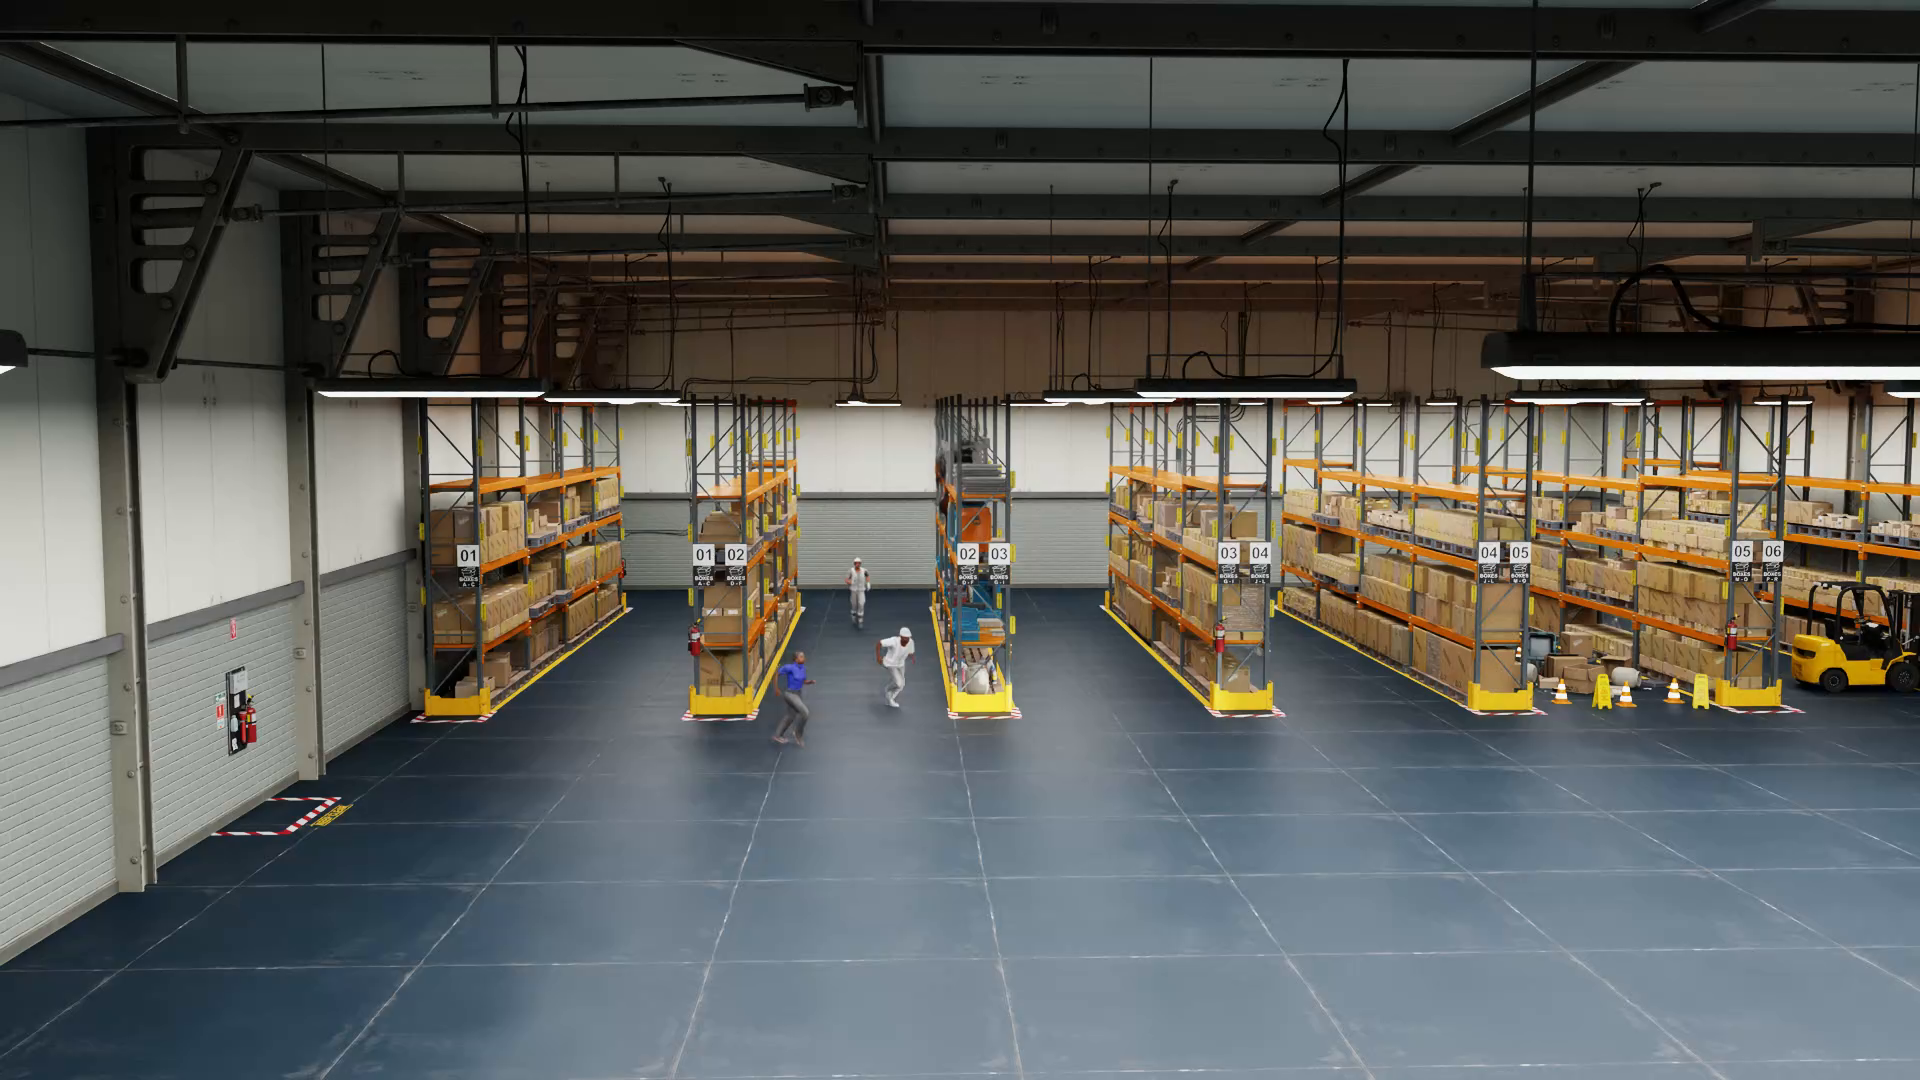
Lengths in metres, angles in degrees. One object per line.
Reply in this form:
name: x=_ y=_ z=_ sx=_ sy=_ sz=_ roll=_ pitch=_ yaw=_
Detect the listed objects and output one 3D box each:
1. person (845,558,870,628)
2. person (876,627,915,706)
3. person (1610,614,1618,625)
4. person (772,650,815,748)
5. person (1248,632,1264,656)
person: x=-2.699 y=1.382 z=43.845 sx=0.679 sy=1.839 sz=0.842 roll=-1 pitch=5 yaw=-11
person: x=-1.222 y=2.435 z=31.765 sx=0.735 sy=1.578 sz=0.839 roll=-3 pitch=6 yaw=-37
person: x=16.920 y=1.478 z=43.585 sx=0.540 sy=1.596 sz=0.897 roll=-2 pitch=5 yaw=-20
person: x=-2.831 y=2.689 z=28.169 sx=0.813 sy=1.660 sz=0.601 roll=2 pitch=5 yaw=25
person: x=6.980 y=1.848 z=38.806 sx=0.638 sy=1.670 sz=0.530 roll=-1 pitch=5 yaw=-7
